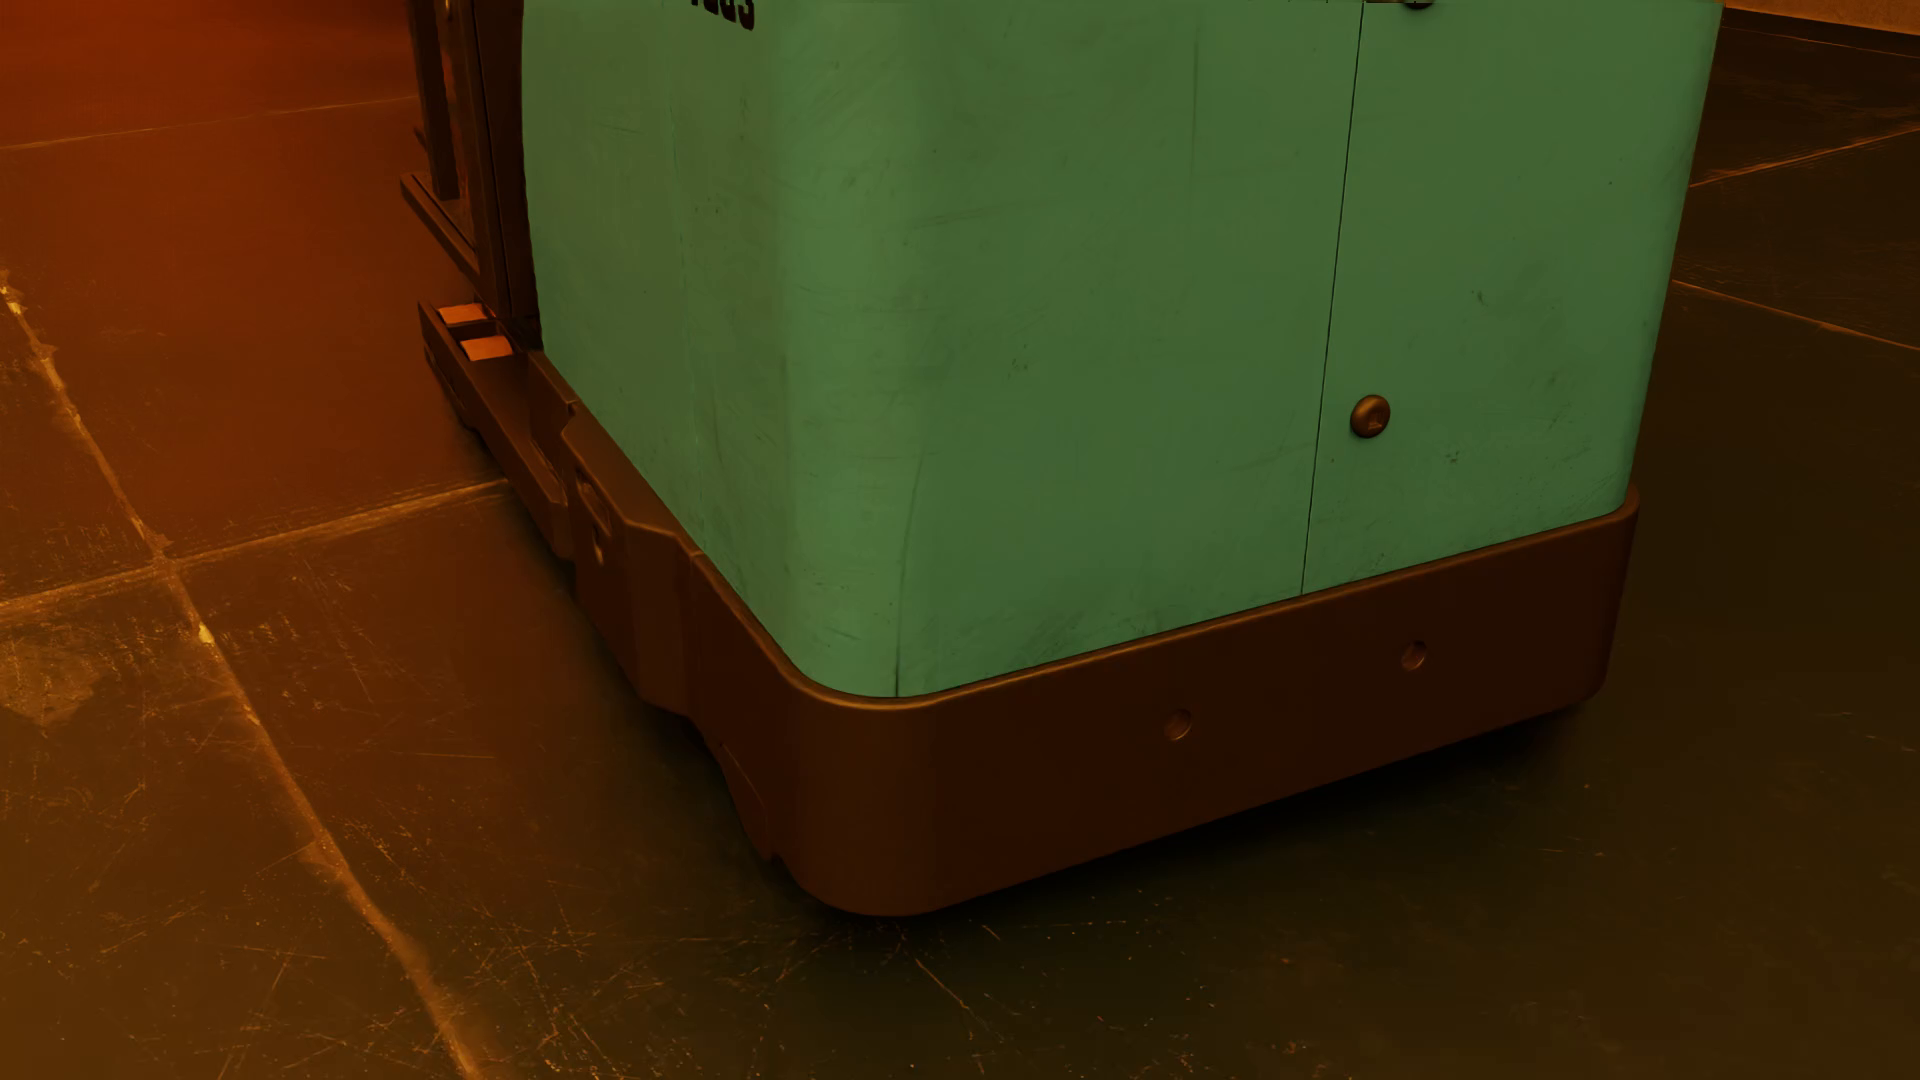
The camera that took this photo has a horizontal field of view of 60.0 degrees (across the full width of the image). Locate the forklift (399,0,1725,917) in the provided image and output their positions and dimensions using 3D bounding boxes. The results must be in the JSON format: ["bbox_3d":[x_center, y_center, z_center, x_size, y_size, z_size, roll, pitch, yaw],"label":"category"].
[{"bbox_3d":[-0.327,-1.576,2.372,1.130,2.935,3.031,-13,29,-24],"label":"forklift"}]
